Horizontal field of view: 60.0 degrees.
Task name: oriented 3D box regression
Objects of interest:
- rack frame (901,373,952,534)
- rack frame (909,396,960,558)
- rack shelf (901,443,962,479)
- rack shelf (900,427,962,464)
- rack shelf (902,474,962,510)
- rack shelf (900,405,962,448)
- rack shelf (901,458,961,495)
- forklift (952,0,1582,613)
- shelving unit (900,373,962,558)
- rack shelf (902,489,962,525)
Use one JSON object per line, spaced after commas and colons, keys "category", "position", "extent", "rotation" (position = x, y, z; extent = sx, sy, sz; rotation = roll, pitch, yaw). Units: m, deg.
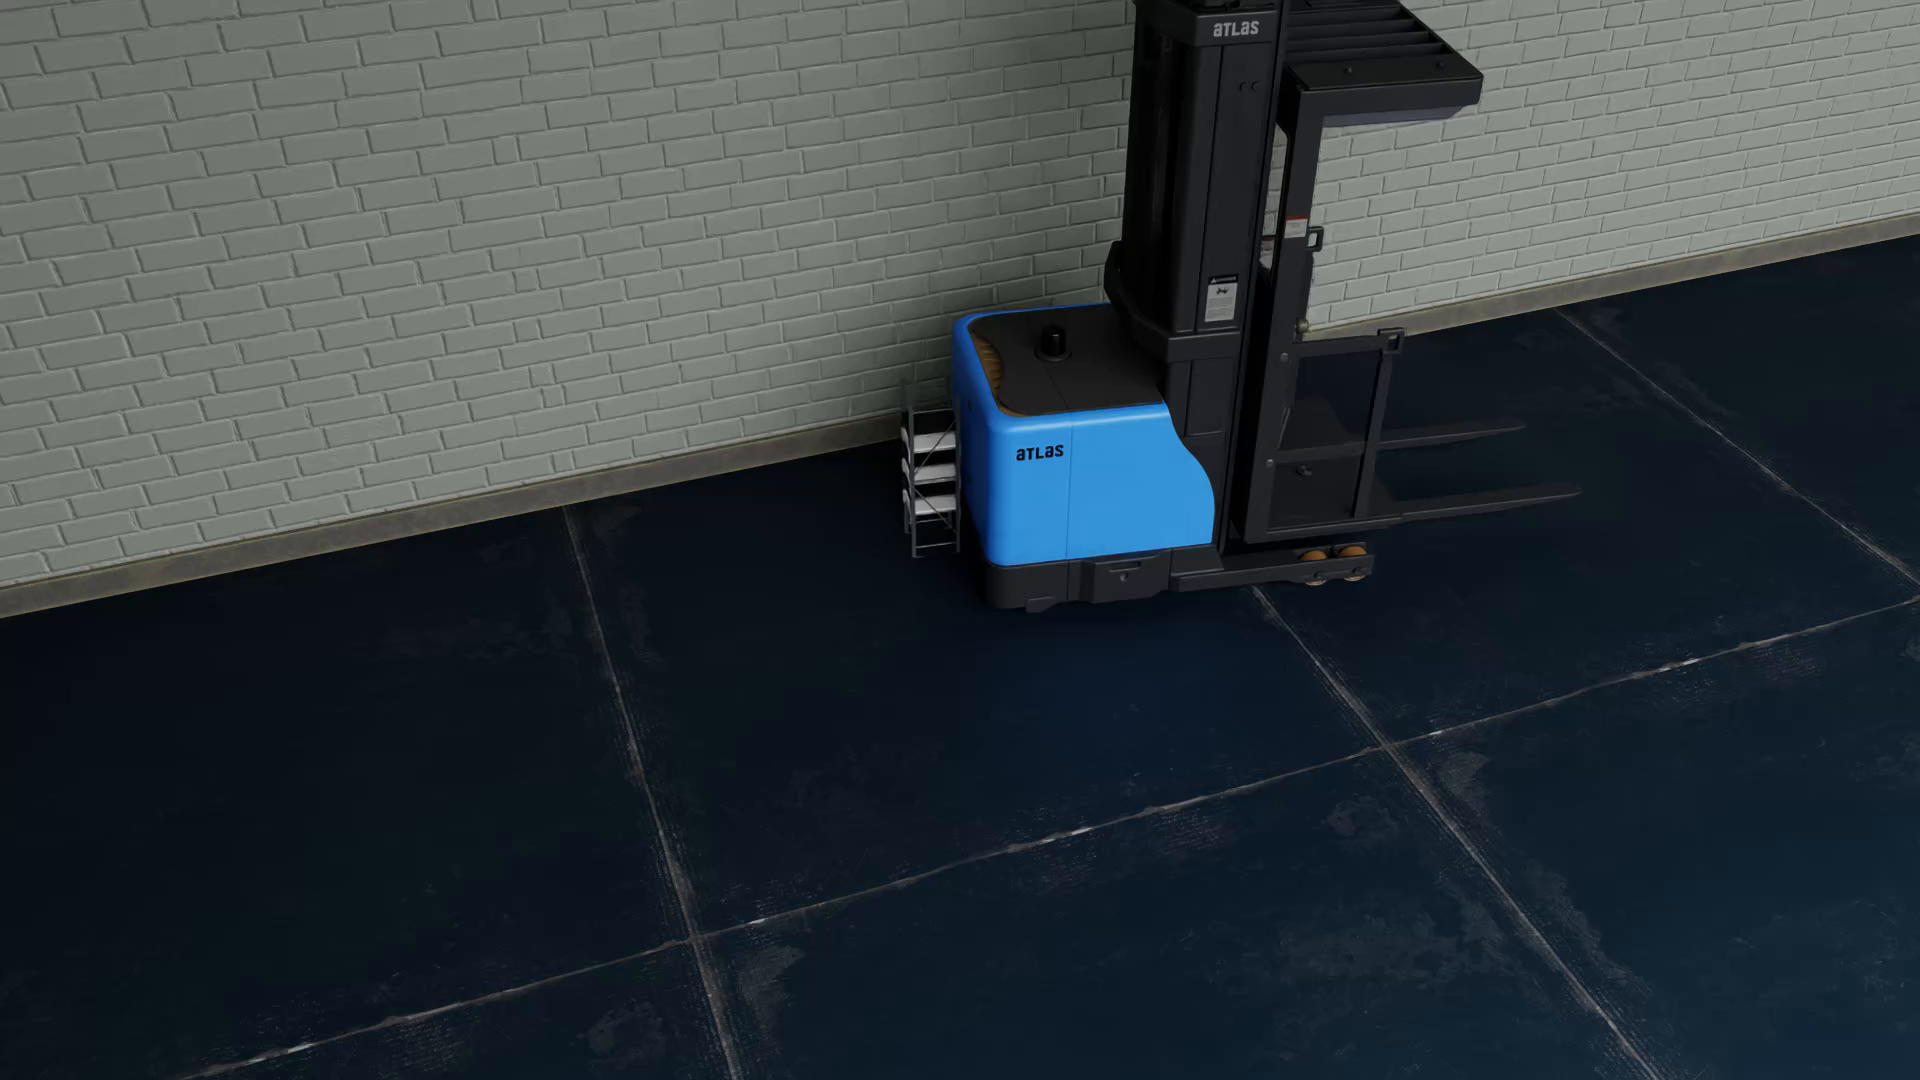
{"category": "rack frame", "position": [-0.159, -0.406, 8.041], "extent": [0.240, 0.900, 0.006], "rotation": [-7, 38, -9]}
{"category": "rack frame", "position": [-0.117, -0.286, 7.882], "extent": [0.240, 0.900, 0.006], "rotation": [-7, 38, -9]}
{"category": "rack shelf", "position": [-0.138, -0.391, 7.927], "extent": [0.258, 0.077, 0.200], "rotation": [-7, 38, -9]}
{"category": "rack shelf", "position": [-0.138, -0.463, 7.873], "extent": [0.258, 0.077, 0.200], "rotation": [-7, 38, -9]}
{"category": "rack shelf", "position": [-0.138, -0.247, 8.035], "extent": [0.258, 0.077, 0.200], "rotation": [-7, 38, -9]}
{"category": "rack shelf", "position": [-0.138, -0.535, 7.819], "extent": [0.258, 0.077, 0.200], "rotation": [-7, 38, -9]}
{"category": "rack shelf", "position": [-0.138, -0.319, 7.981], "extent": [0.258, 0.077, 0.200], "rotation": [-7, 38, -9]}
{"category": "forklift", "position": [1.518, -1.259, 7.486], "extent": [3.031, 2.935, 1.130], "rotation": [-6, 37, -8]}
{"category": "shelving unit", "position": [-0.138, -0.346, 7.961], "extent": [0.258, 0.900, 0.210], "rotation": [-7, 38, -9]}
{"category": "rack shelf", "position": [-0.138, -0.175, 8.089], "extent": [0.258, 0.077, 0.200], "rotation": [-7, 38, -9]}
